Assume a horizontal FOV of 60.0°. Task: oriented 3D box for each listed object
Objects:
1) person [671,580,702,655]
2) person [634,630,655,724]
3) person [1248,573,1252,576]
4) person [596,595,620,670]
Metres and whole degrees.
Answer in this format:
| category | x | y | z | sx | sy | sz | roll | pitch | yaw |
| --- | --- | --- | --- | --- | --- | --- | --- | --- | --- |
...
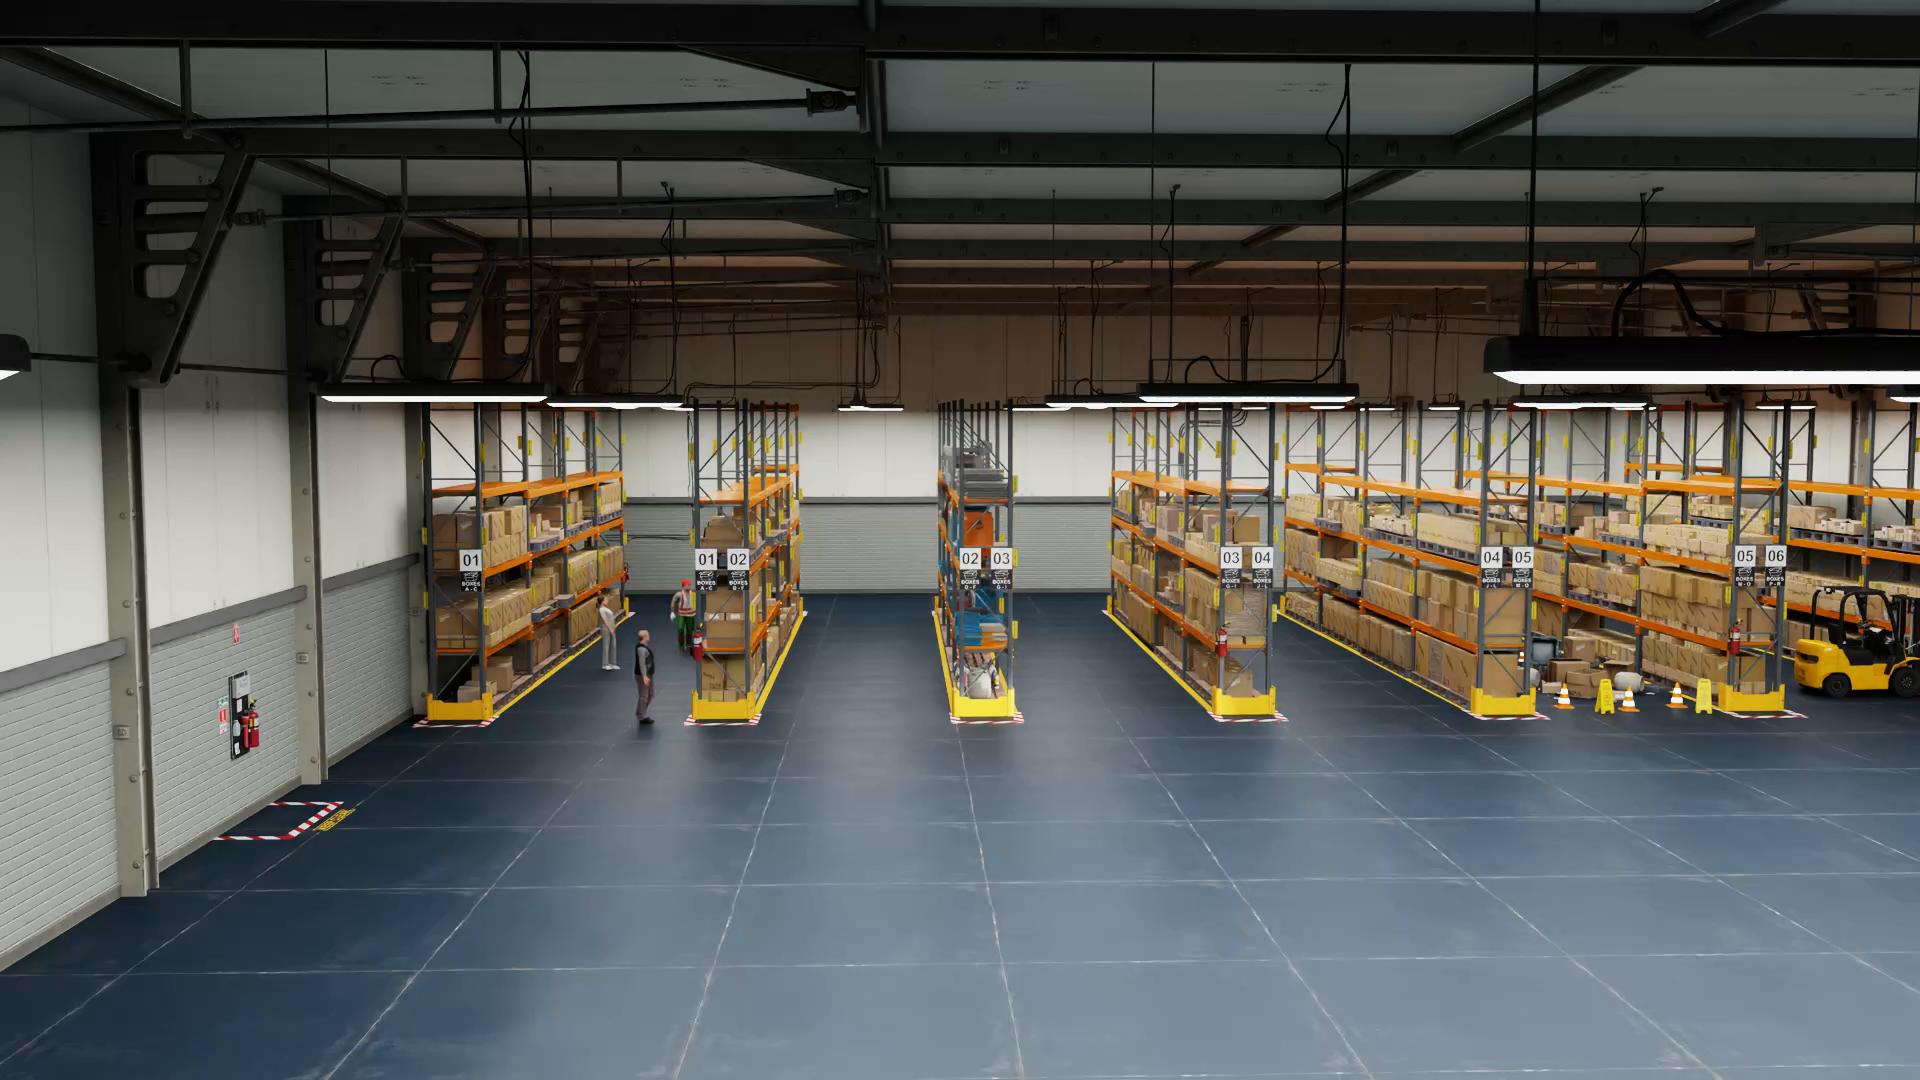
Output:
| category | x | y | z | sx | sy | sz | roll | pitch | yaw |
| --- | --- | --- | --- | --- | --- | --- | --- | --- | --- |
| person | -6.561 | 1.854 | 39.941 | 0.775 | 1.813 | 0.877 | 0 | 4 | -1 |
| person | -5.865 | 2.535 | 30.823 | 0.428 | 1.746 | 0.600 | 0 | 4 | 0 |
| person | 8.944 | 1.019 | 51.061 | 0.435 | 1.676 | 0.444 | -1 | 4 | -14 |
| person | -7.859 | 2.077 | 37.261 | 0.548 | 1.699 | 0.531 | 2 | 5 | 24 |
